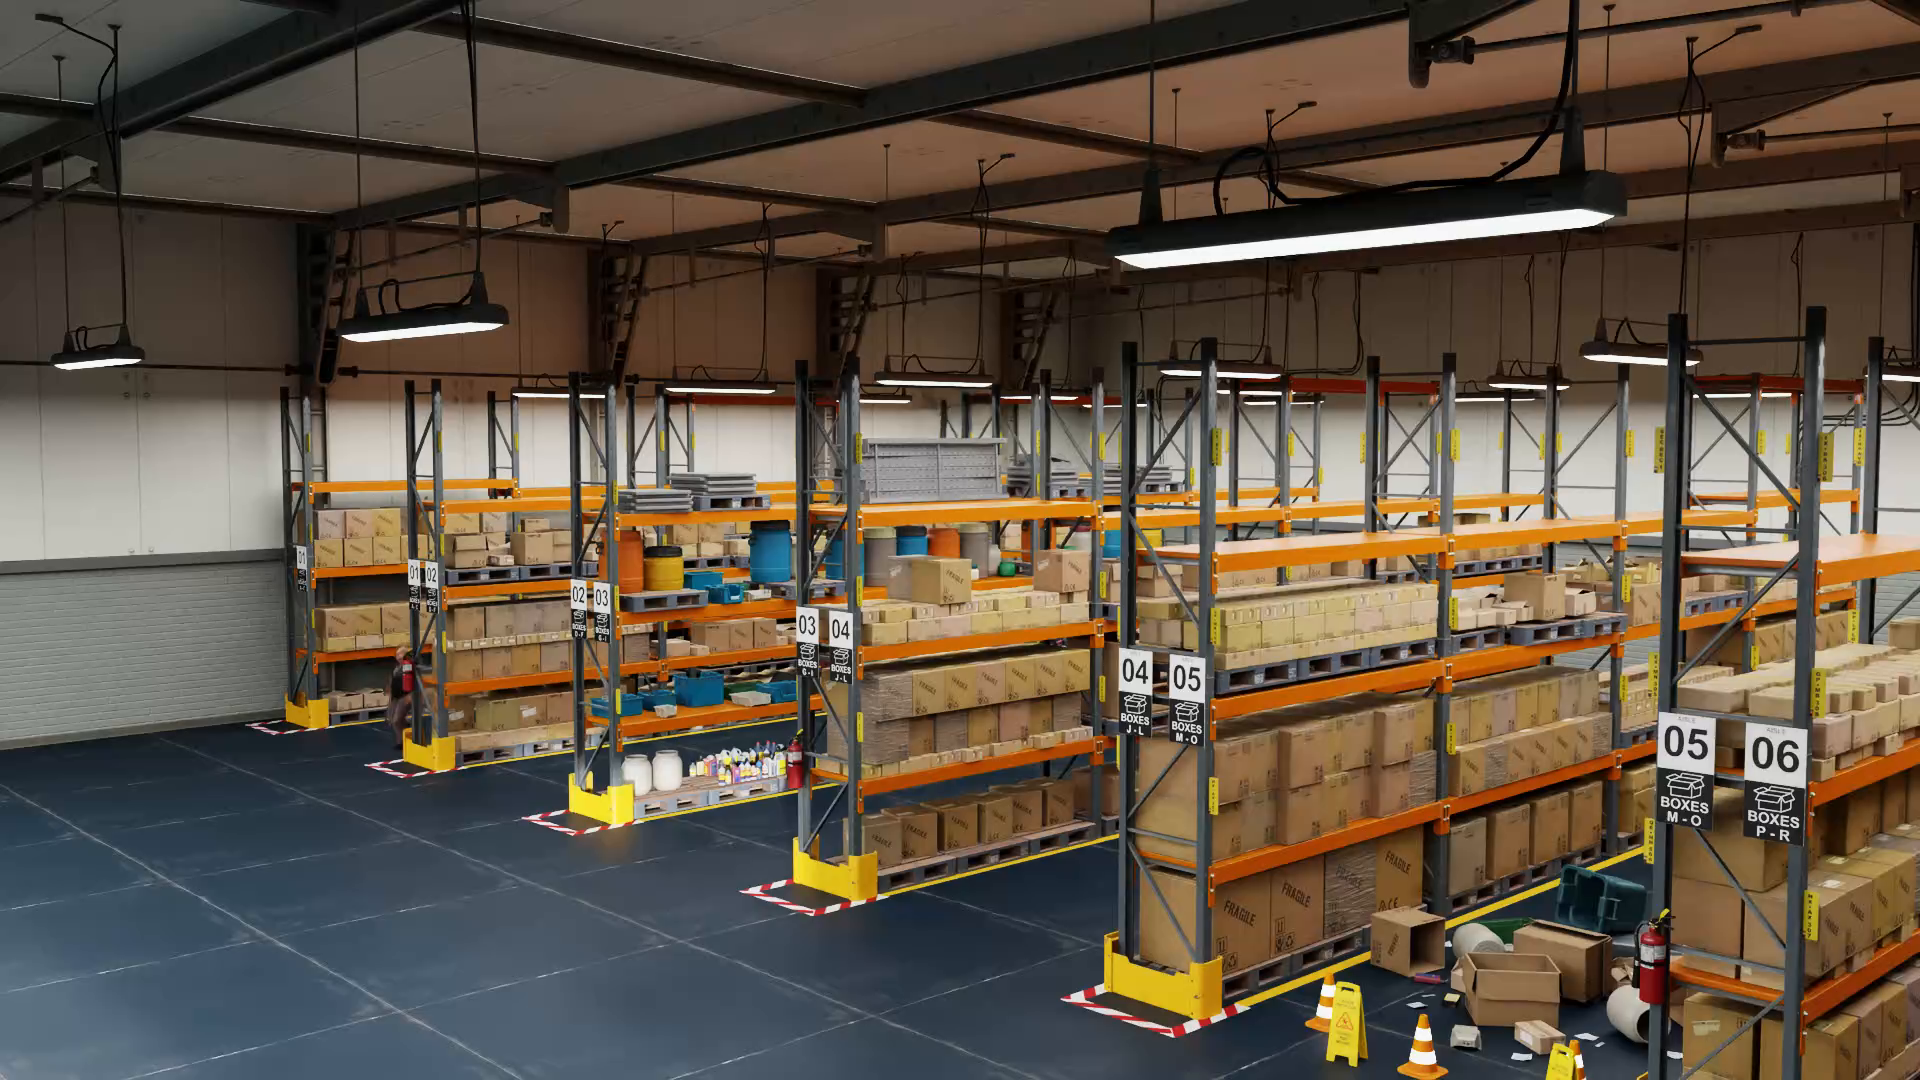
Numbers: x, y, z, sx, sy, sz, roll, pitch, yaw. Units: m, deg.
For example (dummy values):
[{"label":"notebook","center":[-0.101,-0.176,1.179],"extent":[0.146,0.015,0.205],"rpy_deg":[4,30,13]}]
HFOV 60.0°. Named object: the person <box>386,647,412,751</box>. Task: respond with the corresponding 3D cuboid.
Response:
[{"label":"person","center":[-9.110,2.593,27.311],"extent":[0.692,1.699,0.562],"rpy_deg":[4,5,44]}]
